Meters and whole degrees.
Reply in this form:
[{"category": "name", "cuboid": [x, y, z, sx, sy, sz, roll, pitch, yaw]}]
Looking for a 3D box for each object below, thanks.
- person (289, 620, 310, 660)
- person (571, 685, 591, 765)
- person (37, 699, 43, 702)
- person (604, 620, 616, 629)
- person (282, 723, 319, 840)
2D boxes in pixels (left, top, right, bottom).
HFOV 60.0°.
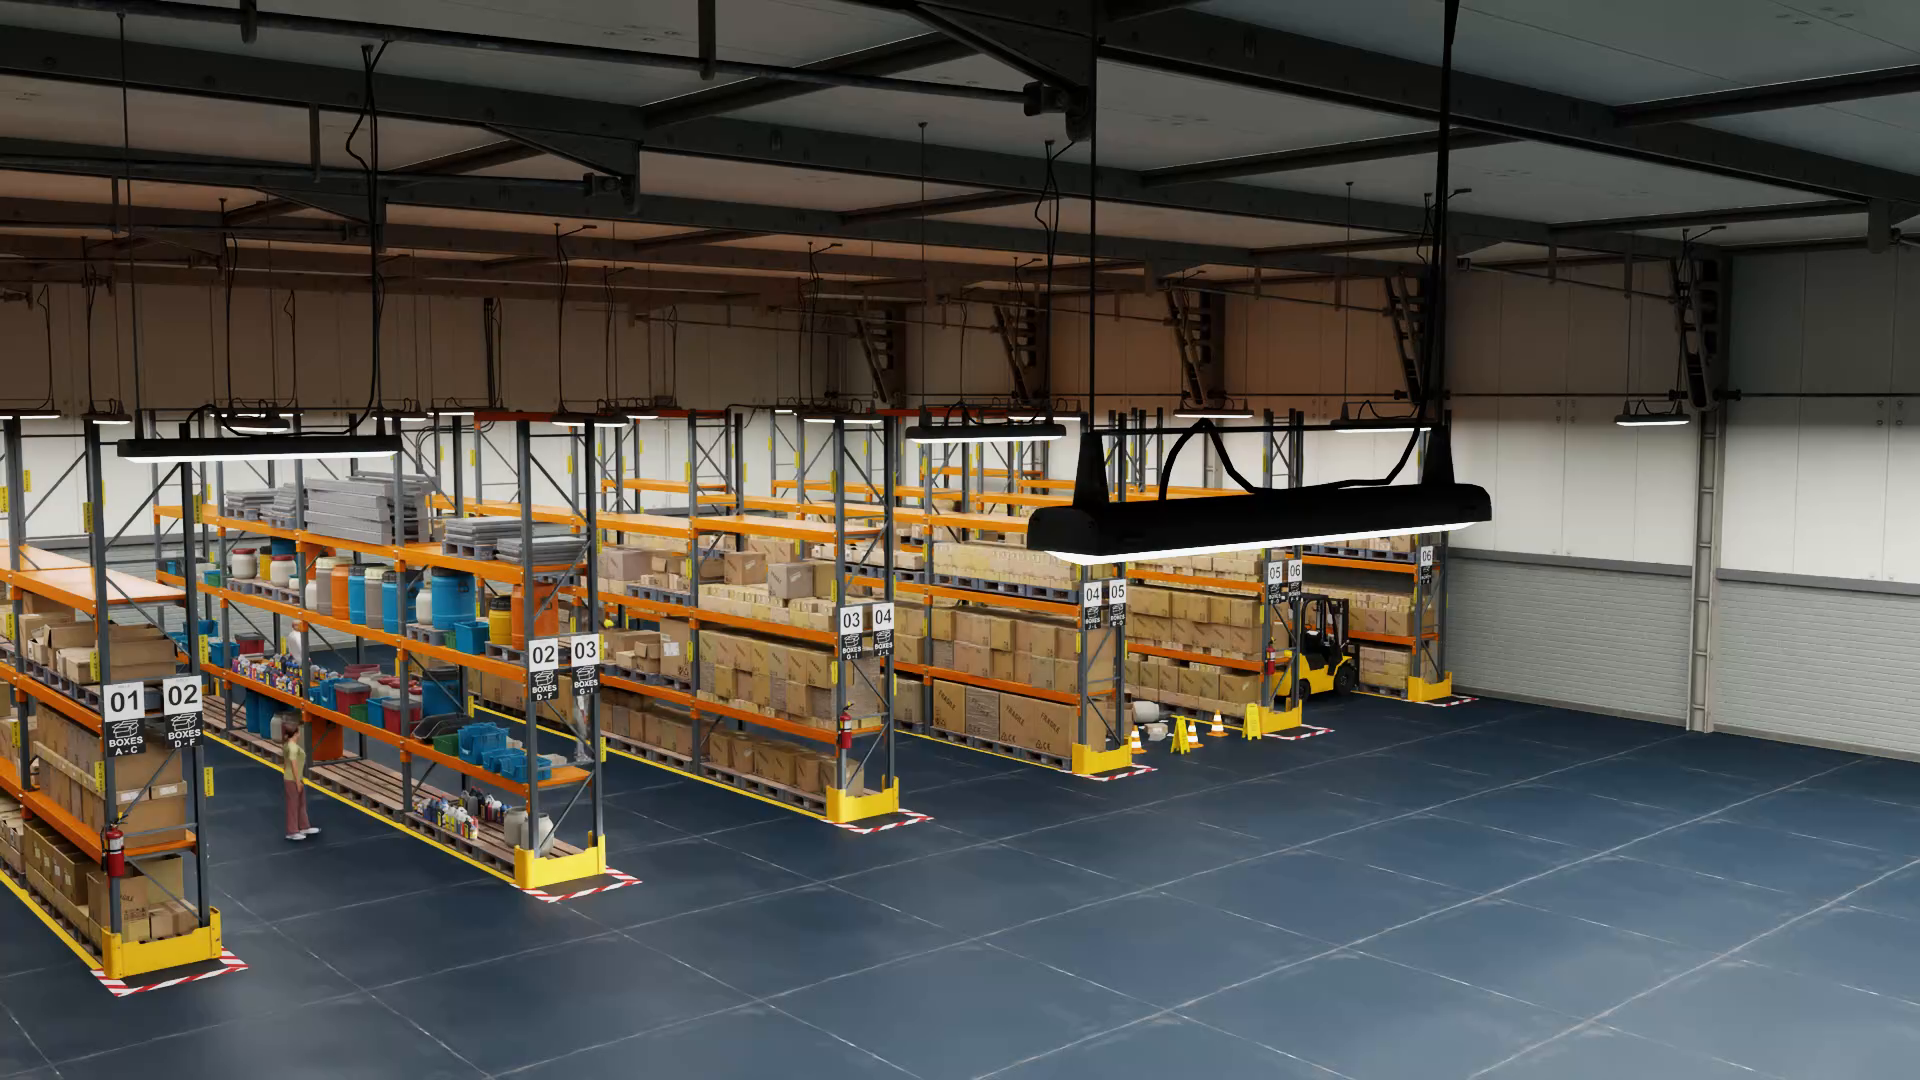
[{"category": "person", "cuboid": [-13.319, 2.493, 33.565, 0.595, 1.804, 0.482, 2, 6, 25]}, {"category": "person", "cuboid": [-6.520, 3.052, 28.623, 0.347, 1.640, 0.520, -1, 5, -10]}, {"category": "person", "cuboid": [-16.379, 2.859, 29.843, 0.484, 1.681, 0.856, -5, 7, -43]}, {"category": "person", "cuboid": [-7.124, 2.489, 34.003, 0.716, 1.724, 1.031, -5, 7, -43]}, {"category": "person", "cuboid": [-9.419, 3.426, 23.706, 0.443, 1.674, 0.499, -1, 5, -15]}]
